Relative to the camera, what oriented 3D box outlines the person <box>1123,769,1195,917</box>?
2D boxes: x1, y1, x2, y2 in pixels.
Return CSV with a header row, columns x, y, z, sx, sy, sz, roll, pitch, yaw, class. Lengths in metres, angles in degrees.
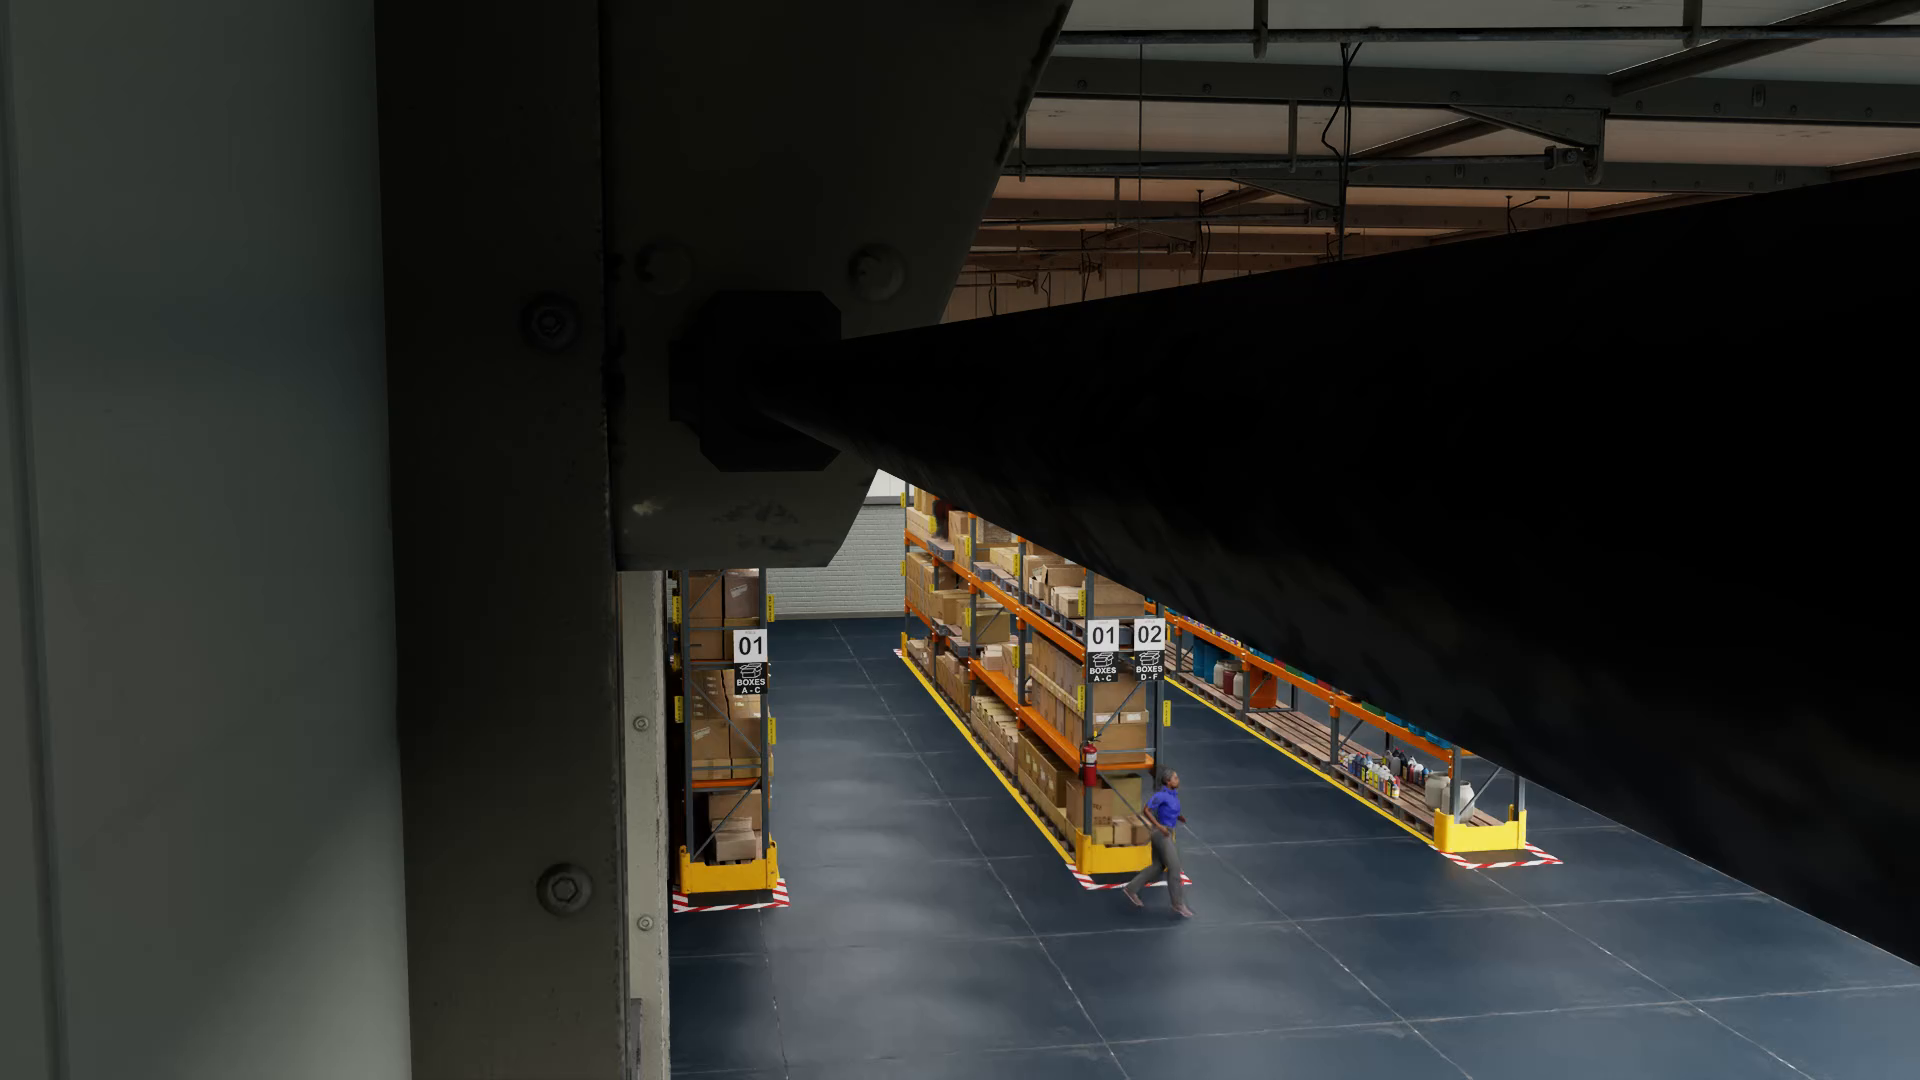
x,y,z,sx,sy,sz,roll,pitch,yaw,class
2.361,3.513,19.490,0.864,1.673,0.592,2,6,16,person
